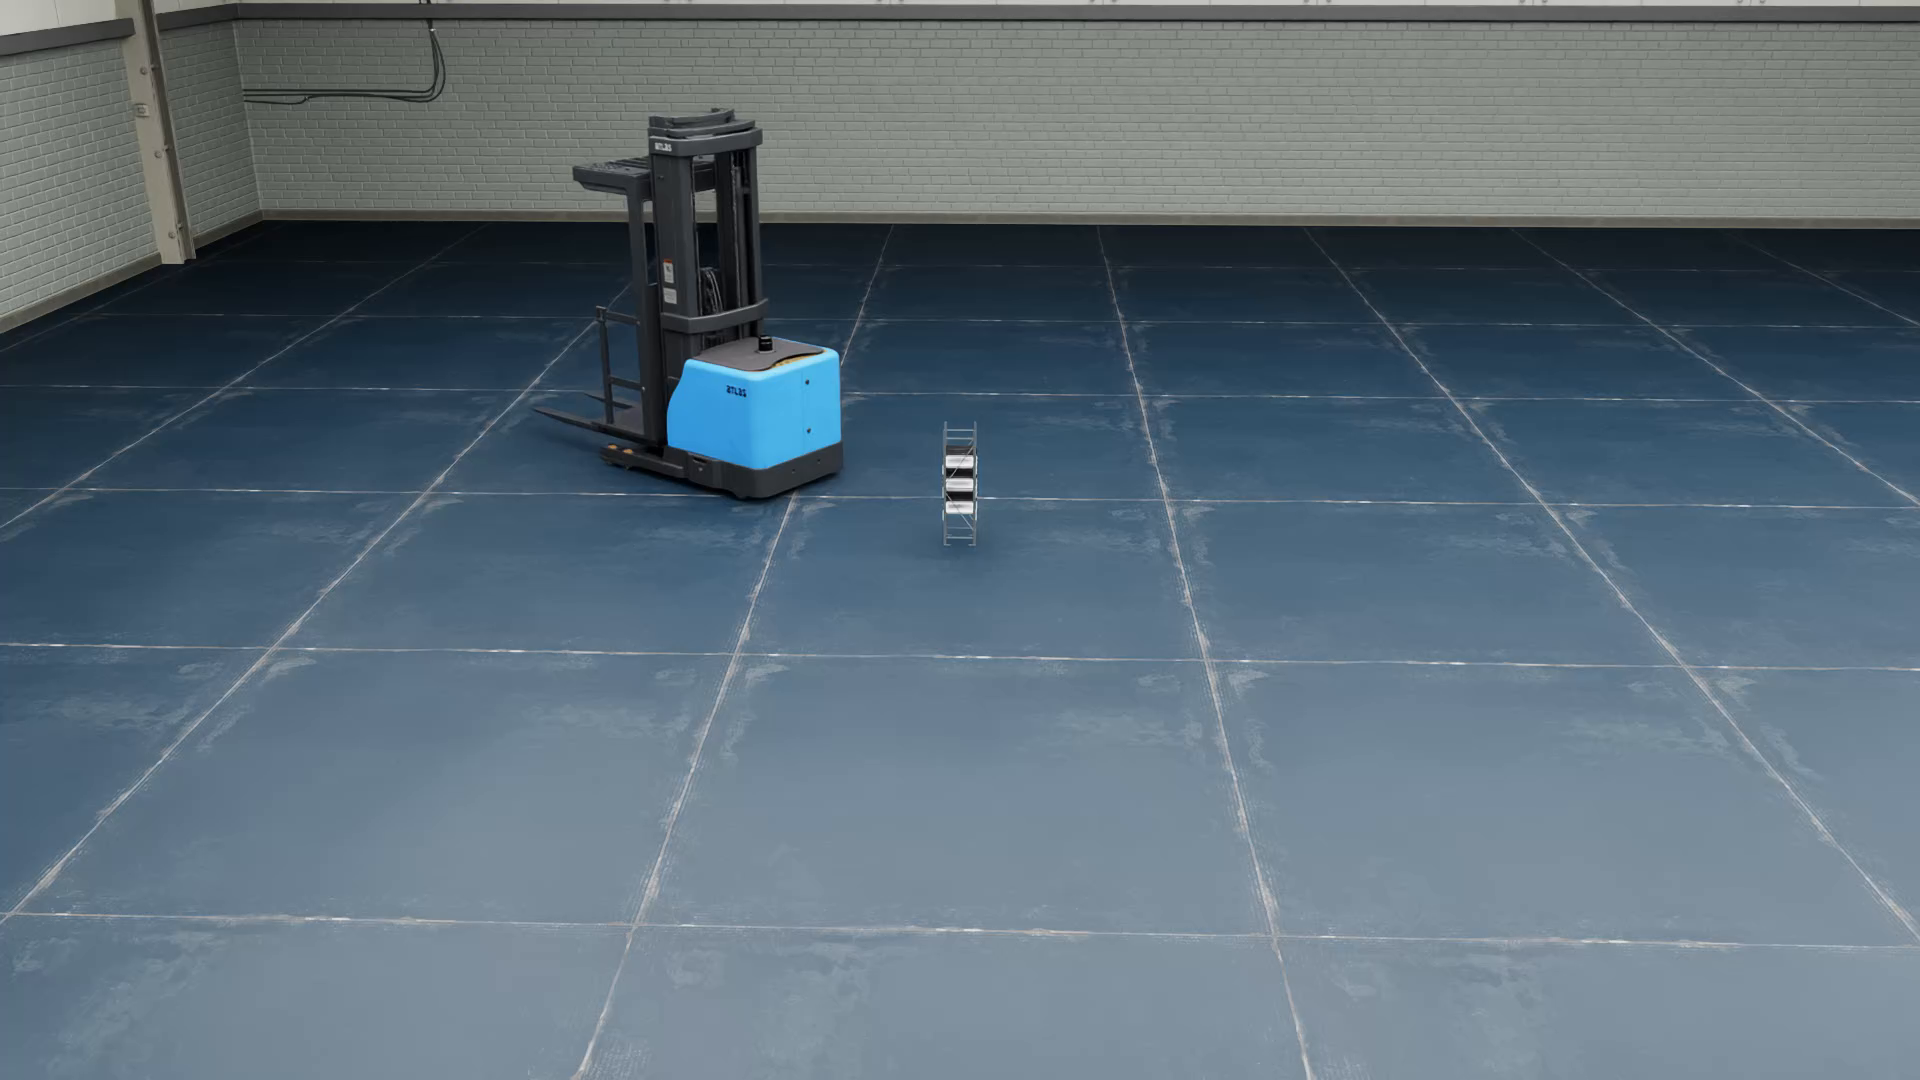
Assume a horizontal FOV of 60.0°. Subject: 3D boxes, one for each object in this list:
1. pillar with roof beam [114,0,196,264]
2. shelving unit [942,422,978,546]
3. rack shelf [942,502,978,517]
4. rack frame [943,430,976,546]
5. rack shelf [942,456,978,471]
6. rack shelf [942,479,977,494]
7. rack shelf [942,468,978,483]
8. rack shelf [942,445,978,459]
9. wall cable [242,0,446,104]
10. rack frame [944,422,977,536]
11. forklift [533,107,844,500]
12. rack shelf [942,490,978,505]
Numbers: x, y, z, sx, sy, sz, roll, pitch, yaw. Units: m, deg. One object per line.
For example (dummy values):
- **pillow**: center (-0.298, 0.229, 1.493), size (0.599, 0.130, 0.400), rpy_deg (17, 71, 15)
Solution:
- **pillar with roof beam**: center (-6.084, -7.858, 20.340), size (9.100, 9.000, 0.400), rpy_deg (1, 21, 2)
- **shelving unit**: center (0.000, -0.417, 12.359), size (0.258, 0.900, 0.210), rpy_deg (1, 21, 2)
- **rack shelf**: center (0.000, -0.218, 12.436), size (0.258, 0.077, 0.200), rpy_deg (1, 21, 2)
- **rack frame**: center (-0.003, -0.380, 12.264), size (0.240, 0.900, 0.006), rpy_deg (1, 21, 2)
- **rack shelf**: center (0.000, -0.553, 12.306), size (0.258, 0.077, 0.200), rpy_deg (1, 21, 2)
- **rack shelf**: center (0.000, -0.386, 12.371), size (0.258, 0.077, 0.200), rpy_deg (1, 21, 2)
- **rack shelf**: center (0.000, -0.469, 12.338), size (0.258, 0.077, 0.200), rpy_deg (1, 21, 2)
- **rack shelf**: center (0.000, -0.637, 12.273), size (0.258, 0.077, 0.200), rpy_deg (1, 21, 2)
- **wall cable**: center (-8.975, -7.508, 23.732), size (3.097, 2.526, 0.112), rpy_deg (1, 21, 2)
- **rack frame**: center (0.003, -0.453, 12.453), size (0.240, 0.900, 0.006), rpy_deg (1, 21, 2)
- **forklift**: center (-2.447, -2.101, 13.893), size (3.031, 2.935, 1.130), rpy_deg (16, 26, 35)
- **rack shelf**: center (0.000, -0.302, 12.403), size (0.258, 0.077, 0.200), rpy_deg (1, 21, 2)
